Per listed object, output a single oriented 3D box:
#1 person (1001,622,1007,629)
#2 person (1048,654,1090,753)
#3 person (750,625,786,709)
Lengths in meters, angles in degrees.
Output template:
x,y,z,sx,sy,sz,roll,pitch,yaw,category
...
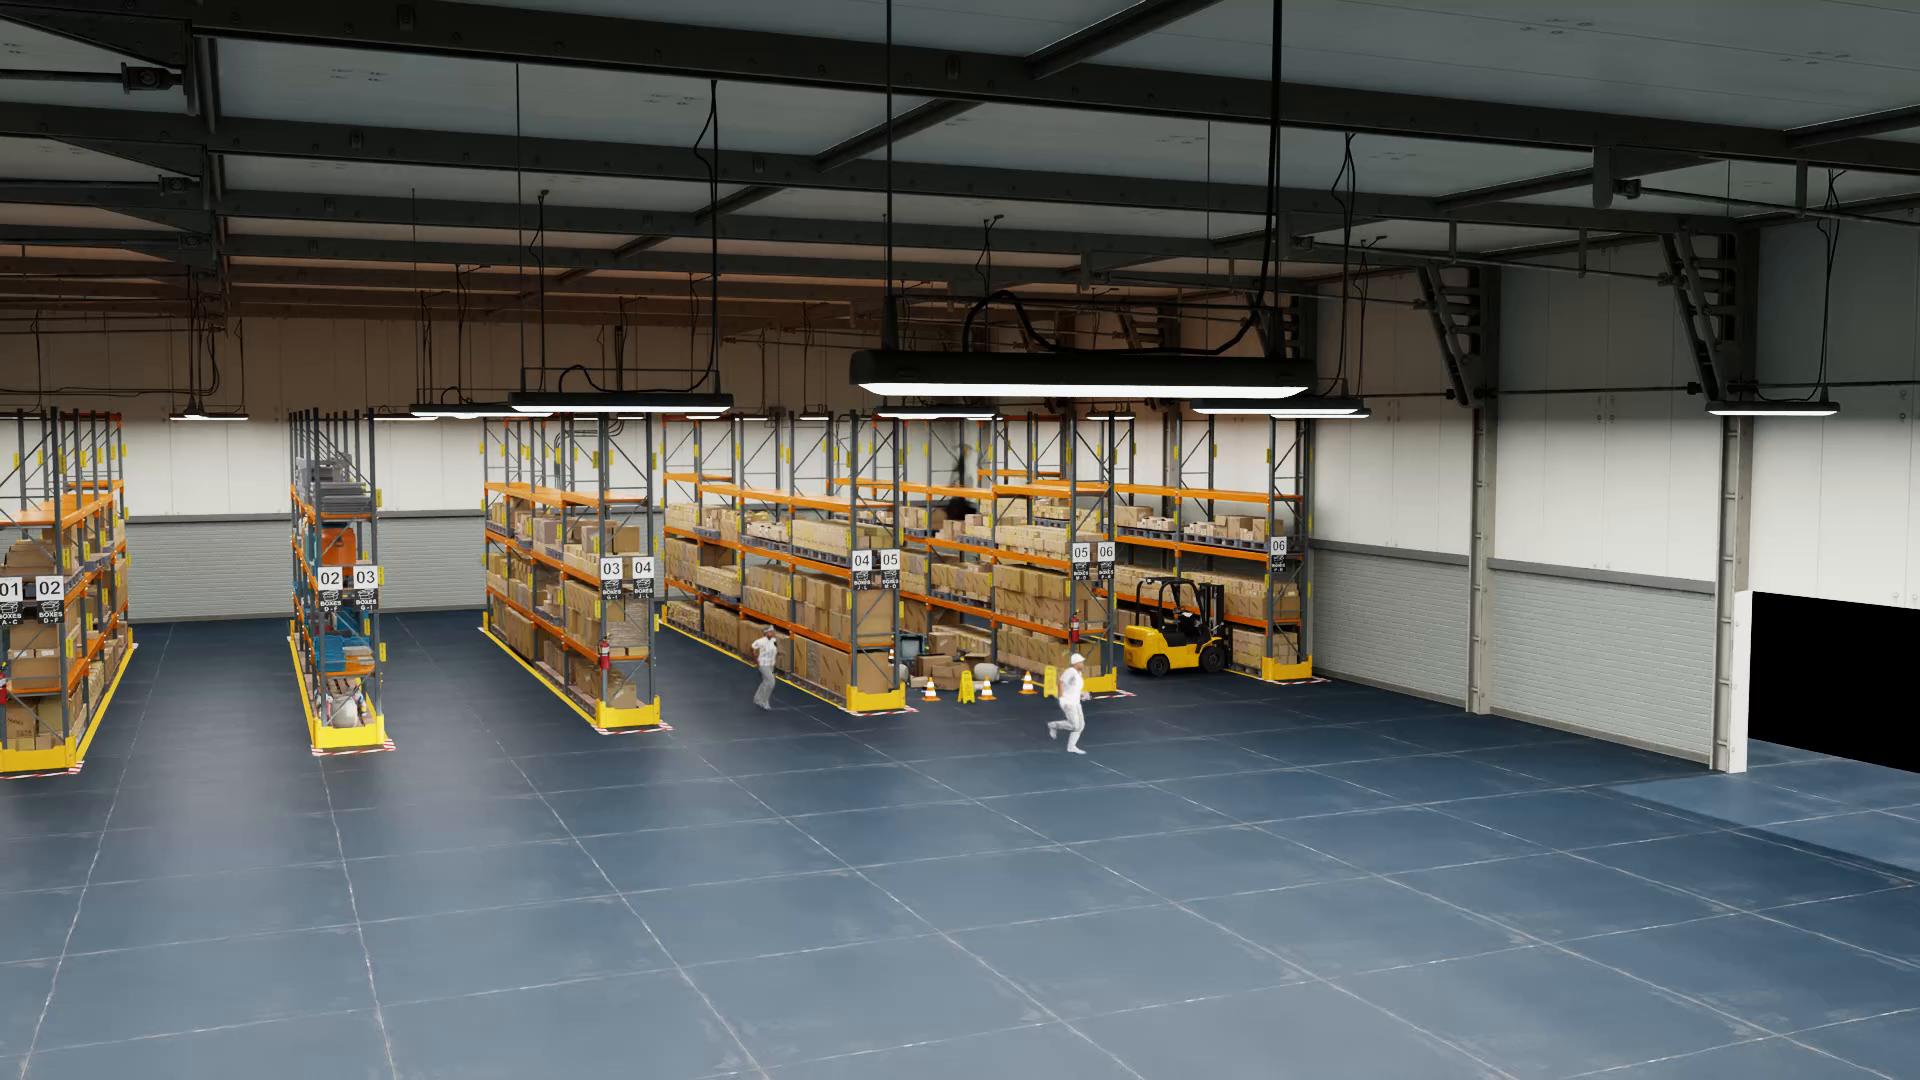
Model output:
x,y,z,sx,sy,sz,roll,pitch,yaw,category
1.312,1.758,43.923,0.723,1.759,1.095,-2,4,-24,person
1.897,2.846,28.989,0.721,1.736,0.721,2,4,22,person
-3.877,2.557,33.440,0.772,1.732,0.576,3,5,35,person
